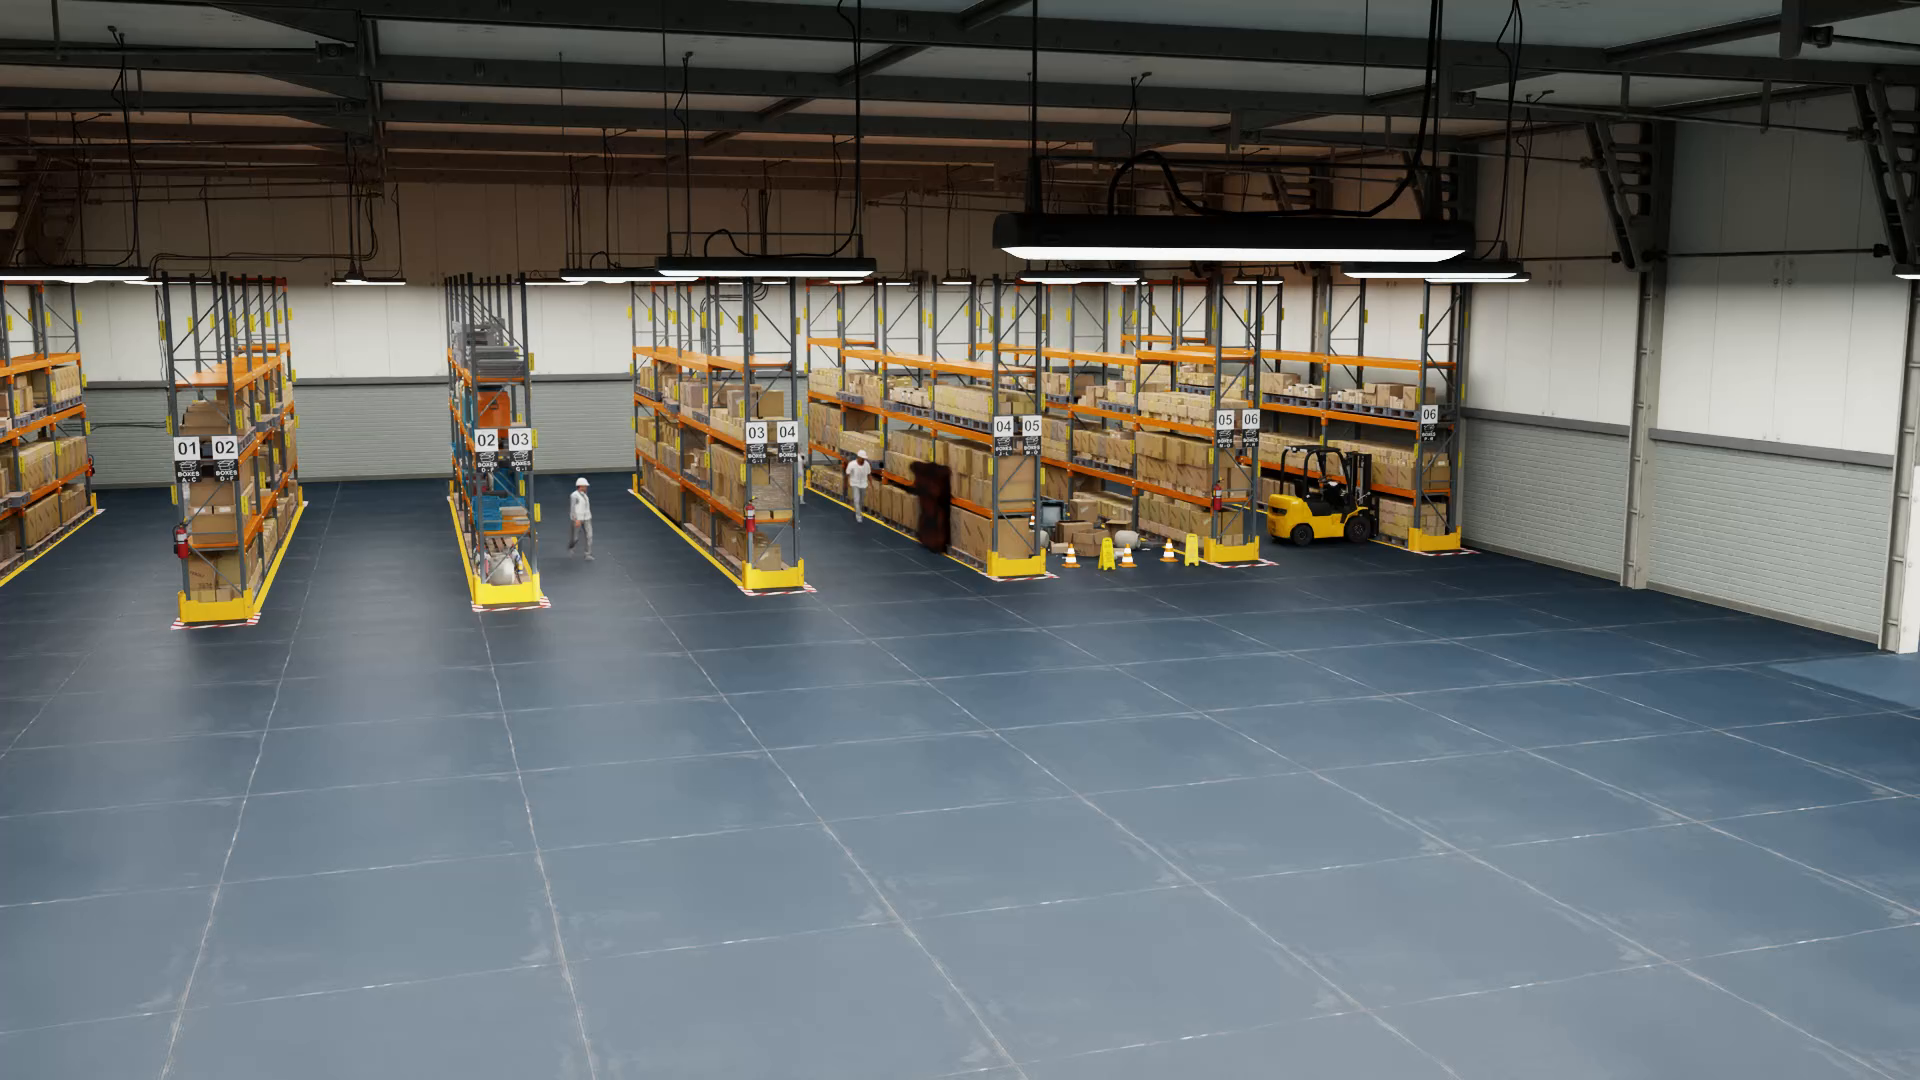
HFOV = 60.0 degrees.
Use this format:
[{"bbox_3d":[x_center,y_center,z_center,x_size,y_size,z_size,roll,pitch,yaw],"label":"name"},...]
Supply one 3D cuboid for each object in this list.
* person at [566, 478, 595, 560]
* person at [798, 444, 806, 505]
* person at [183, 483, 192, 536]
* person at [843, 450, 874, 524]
[{"bbox_3d":[-8.086,-0.451,35.301,0.499,1.733,0.911,-6,10,-34],"label":"person"},{"bbox_3d":[-4.337,-1.770,44.382,0.505,1.621,0.963,-2,9,-13],"label":"person"},{"bbox_3d":[-18.031,-0.932,38.769,0.458,1.661,0.516,-2,9,-15],"label":"person"},{"bbox_3d":[-2.343,-1.252,38.685,0.687,1.708,1.029,-3,9,-19],"label":"person"}]
